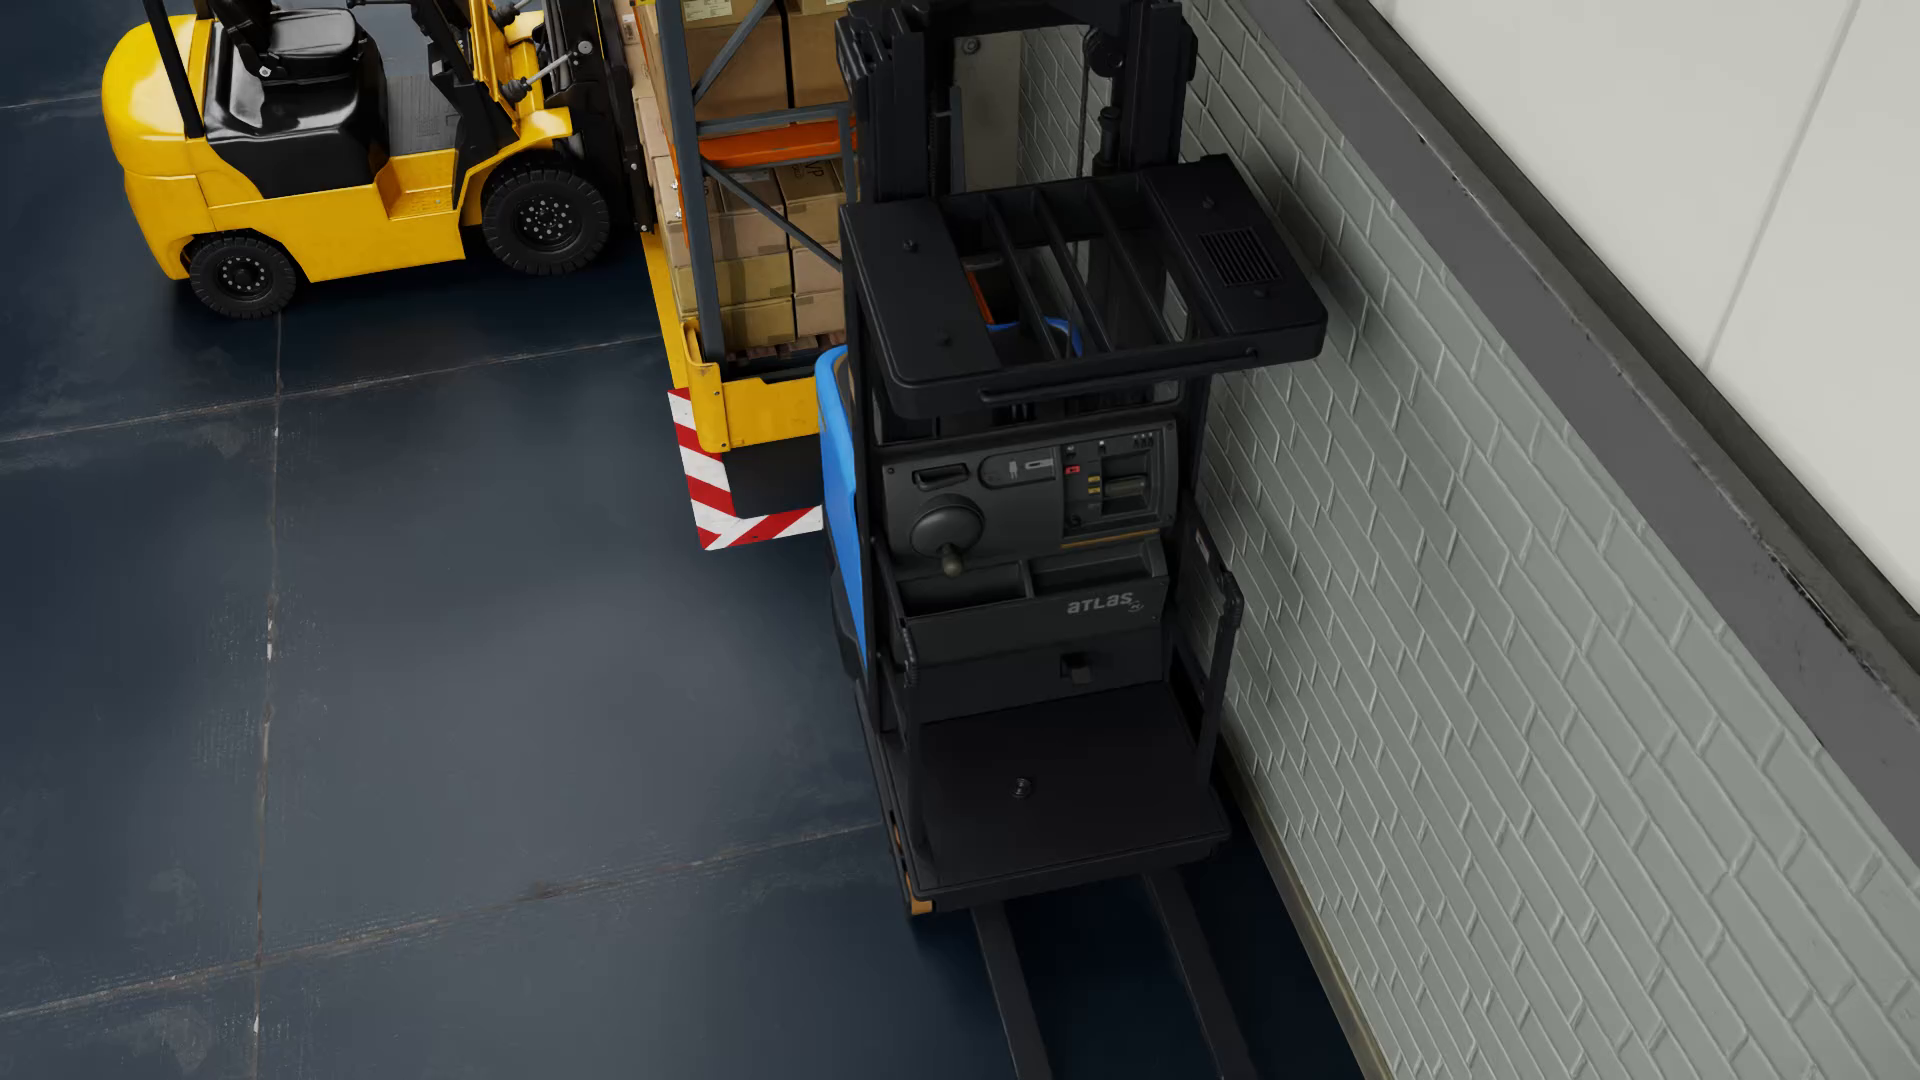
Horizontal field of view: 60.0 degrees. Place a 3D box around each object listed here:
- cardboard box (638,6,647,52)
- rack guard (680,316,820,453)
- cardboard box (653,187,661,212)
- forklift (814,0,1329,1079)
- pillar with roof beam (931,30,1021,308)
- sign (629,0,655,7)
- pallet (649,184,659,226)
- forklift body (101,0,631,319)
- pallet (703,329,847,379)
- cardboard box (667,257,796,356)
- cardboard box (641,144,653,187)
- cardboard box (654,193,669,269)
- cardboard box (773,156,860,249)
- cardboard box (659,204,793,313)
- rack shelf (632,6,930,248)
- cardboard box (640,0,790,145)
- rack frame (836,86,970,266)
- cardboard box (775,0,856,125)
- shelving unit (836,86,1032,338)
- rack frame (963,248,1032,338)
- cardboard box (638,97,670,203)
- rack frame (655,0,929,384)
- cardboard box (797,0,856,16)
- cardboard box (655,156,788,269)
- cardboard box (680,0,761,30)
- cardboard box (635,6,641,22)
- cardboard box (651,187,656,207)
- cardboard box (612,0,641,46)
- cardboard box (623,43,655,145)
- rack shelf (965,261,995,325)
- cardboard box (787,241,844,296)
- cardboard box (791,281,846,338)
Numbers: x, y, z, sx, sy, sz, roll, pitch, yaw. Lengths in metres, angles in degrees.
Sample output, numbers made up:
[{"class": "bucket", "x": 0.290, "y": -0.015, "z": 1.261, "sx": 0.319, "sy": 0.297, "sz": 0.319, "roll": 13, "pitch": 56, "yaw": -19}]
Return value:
[{"class": "cardboard box", "x": -1.129, "y": -2.353, "z": 7.137, "sx": 0.500, "sy": 0.500, "sz": 0.500, "roll": -9, "pitch": 46, "yaw": -9}, {"class": "rack guard", "x": -0.619, "y": -0.775, "z": 7.411, "sx": 1.175, "sy": 0.500, "sz": 0.348, "roll": -11, "pitch": 47, "yaw": -10}, {"class": "cardboard box", "x": -1.170, "y": -1.654, "z": 7.802, "sx": 0.500, "sy": 0.250, "sz": 0.500, "roll": -11, "pitch": 47, "yaw": -11}, {"class": "forklift", "x": 0.276, "y": -0.041, "z": 4.989, "sx": 1.130, "sy": 2.935, "sz": 3.031, "roll": -9, "pitch": 46, "yaw": -9}, {"class": "pillar with roof beam", "x": -4.094, "y": -3.625, "z": 4.253, "sx": 9.100, "sy": 9.000, "sz": 0.400, "roll": -11, "pitch": 47, "yaw": -10}, {"class": "sign", "x": -1.153, "y": -2.065, "z": 5.948, "sx": 0.100, "sy": 0.325, "sz": 0.005, "roll": -11, "pitch": 47, "yaw": -10}, {"class": "pallet", "x": -1.170, "y": -2.052, "z": 8.864, "sx": 1.003, "sy": 0.211, "sz": 1.213, "roll": -11, "pitch": 47, "yaw": -10}, {"class": "forklift body", "x": -2.874, "y": -2.345, "z": 7.793, "sx": 2.313, "sy": 2.155, "sz": 1.214, "roll": -11, "pitch": 47, "yaw": -10}, {"class": "pallet", "x": -0.862, "y": -1.211, "z": 8.040, "sx": 1.003, "sy": 0.211, "sz": 1.213, "roll": -11, "pitch": 47, "yaw": -10}, {"class": "cardboard box", "x": -1.051, "y": -1.118, "z": 7.627, "sx": 0.500, "sy": 0.250, "sz": 0.500, "roll": -10, "pitch": 46, "yaw": -10}, {"class": "cardboard box", "x": -1.323, "y": -2.006, "z": 8.148, "sx": 0.500, "sy": 0.250, "sz": 0.500, "roll": -12, "pitch": 47, "yaw": -11}, {"class": "cardboard box", "x": -1.169, "y": -1.463, "z": 7.966, "sx": 0.500, "sy": 0.250, "sz": 0.500, "roll": -11, "pitch": 47, "yaw": -10}, {"class": "cardboard box", "x": -0.565, "y": -1.568, "z": 7.368, "sx": 0.500, "sy": 0.250, "sz": 0.500, "roll": -11, "pitch": 47, "yaw": -11}, {"class": "cardboard box", "x": -1.052, "y": -1.305, "z": 7.461, "sx": 0.500, "sy": 0.250, "sz": 0.500, "roll": -11, "pitch": 47, "yaw": -11}, {"class": "rack shelf", "x": -1.137, "y": -2.796, "z": 8.144, "sx": 1.077, "sy": 0.370, "sz": 4.000, "roll": -11, "pitch": 47, "yaw": -10}, {"class": "cardboard box", "x": -1.005, "y": -1.994, "z": 6.784, "sx": 0.500, "sy": 0.500, "sz": 0.500, "roll": -12, "pitch": 47, "yaw": -11}, {"class": "rack frame", "x": -0.207, "y": -1.222, "z": 7.092, "sx": 0.500, "sy": 1.500, "sz": 0.032, "roll": -12, "pitch": 47, "yaw": -8}, {"class": "cardboard box", "x": -0.484, "y": -2.095, "z": 6.883, "sx": 0.500, "sy": 0.500, "sz": 0.500, "roll": -9, "pitch": 46, "yaw": -9}, {"class": "shelving unit", "x": -0.087, "y": -0.877, "z": 6.752, "sx": 0.587, "sy": 1.500, "sz": 1.083, "roll": -12, "pitch": 47, "yaw": -8}, {"class": "rack frame", "x": 0.037, "y": -0.520, "z": 6.399, "sx": 0.500, "sy": 1.500, "sz": 0.032, "roll": -12, "pitch": 47, "yaw": -8}, {"class": "cardboard box", "x": -1.181, "y": -1.814, "z": 7.609, "sx": 0.500, "sy": 0.250, "sz": 0.500, "roll": -10, "pitch": 46, "yaw": -10}, {"class": "rack frame", "x": -0.625, "y": -1.667, "z": 6.534, "sx": 1.000, "sy": 3.000, "sz": 0.127, "roll": -11, "pitch": 47, "yaw": -10}, {"class": "cardboard box", "x": -0.461, "y": -2.210, "z": 6.543, "sx": 0.380, "sy": 0.149, "sz": 0.250, "roll": -12, "pitch": 47, "yaw": -11}, {"class": "cardboard box", "x": -1.045, "y": -1.462, "z": 7.265, "sx": 0.500, "sy": 0.250, "sz": 0.500, "roll": -9, "pitch": 46, "yaw": -9}, {"class": "cardboard box", "x": -0.985, "y": -2.117, "z": 6.451, "sx": 0.380, "sy": 0.149, "sz": 0.250, "roll": -10, "pitch": 46, "yaw": -10}, {"class": "cardboard box", "x": -1.261, "y": -2.707, "z": 7.484, "sx": 0.500, "sy": 0.500, "sz": 0.500, "roll": -12, "pitch": 47, "yaw": -11}, {"class": "cardboard box", "x": -1.289, "y": -1.810, "z": 8.306, "sx": 0.500, "sy": 0.250, "sz": 0.500, "roll": -10, "pitch": 46, "yaw": -10}, {"class": "cardboard box", "x": -1.442, "y": -2.512, "z": 8.293, "sx": 0.500, "sy": 0.250, "sz": 0.500, "roll": -12, "pitch": 47, "yaw": -11}, {"class": "cardboard box", "x": -1.320, "y": -2.160, "z": 7.949, "sx": 0.500, "sy": 0.250, "sz": 0.500, "roll": -10, "pitch": 46, "yaw": -10}, {"class": "rack shelf", "x": -0.077, "y": -0.746, "z": 6.875, "sx": 0.538, "sy": 0.185, "sz": 1.000, "roll": -12, "pitch": 47, "yaw": -8}, {"class": "cardboard box", "x": -0.545, "y": -1.389, "z": 7.543, "sx": 0.500, "sy": 0.250, "sz": 0.500, "roll": -10, "pitch": 46, "yaw": -10}, {"class": "cardboard box", "x": -0.562, "y": -1.226, "z": 7.733, "sx": 0.500, "sy": 0.250, "sz": 0.500, "roll": -11, "pitch": 47, "yaw": -10}]
